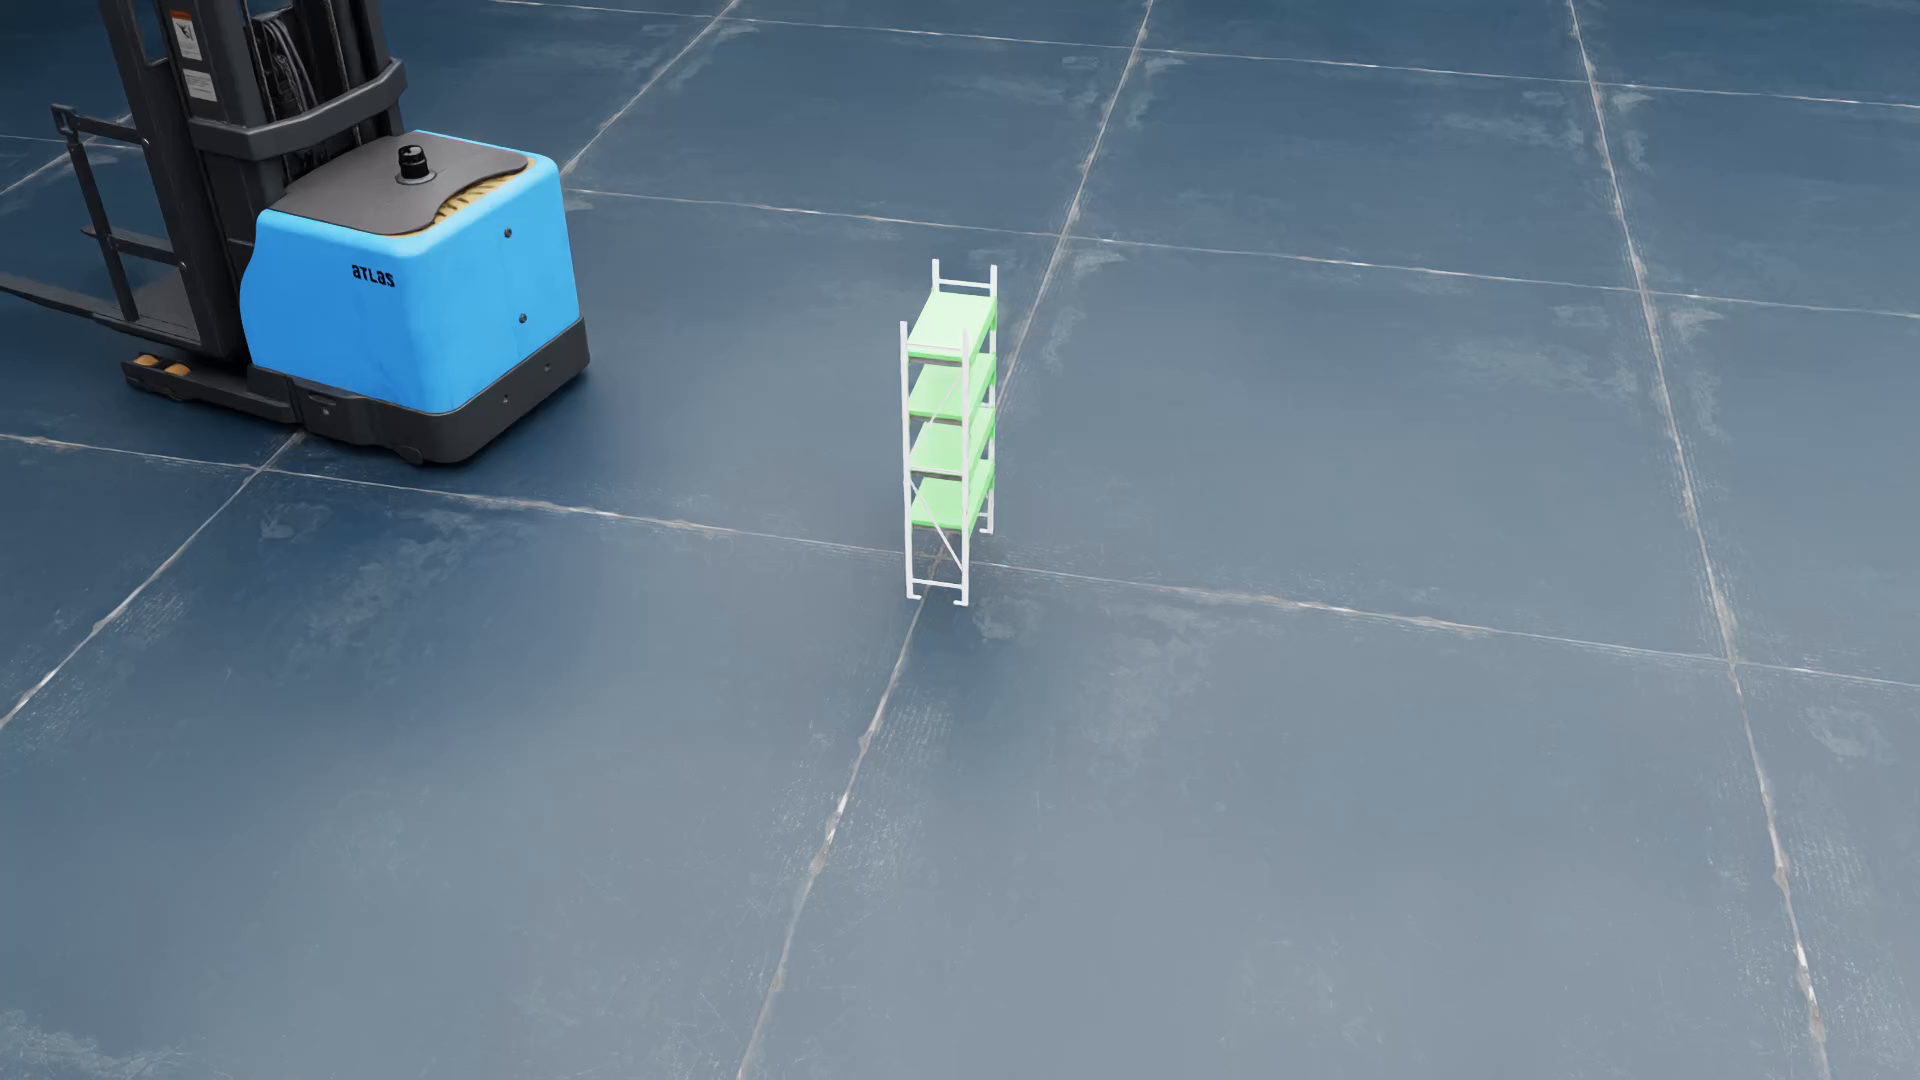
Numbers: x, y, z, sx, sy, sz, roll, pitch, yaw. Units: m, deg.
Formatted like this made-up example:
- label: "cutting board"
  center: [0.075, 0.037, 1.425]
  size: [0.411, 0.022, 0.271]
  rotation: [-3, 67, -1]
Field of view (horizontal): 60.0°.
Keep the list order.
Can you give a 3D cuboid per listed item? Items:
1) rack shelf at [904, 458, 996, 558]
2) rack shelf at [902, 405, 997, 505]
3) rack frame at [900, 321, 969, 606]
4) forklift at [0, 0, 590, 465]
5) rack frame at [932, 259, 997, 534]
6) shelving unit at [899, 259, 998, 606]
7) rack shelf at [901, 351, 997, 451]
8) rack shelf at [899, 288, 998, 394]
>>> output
- label: "rack shelf"
  center: [-0.035, -0.145, 6.445]
  size: [0.258, 0.148, 0.480]
  rotation: [7, 37, 10]
- label: "rack shelf"
  center: [-0.035, -0.339, 6.304]
  size: [0.258, 0.148, 0.480]
  rotation: [7, 37, 10]
- label: "rack frame"
  center: [-0.087, -0.251, 6.074]
  size: [0.240, 1.200, 0.015]
  rotation: [7, 37, 10]
- label: "forklift"
  center: [-3.289, -2.089, 7.134]
  size: [3.031, 2.935, 1.130]
  rotation: [15, 39, 20]
- label: "rack frame"
  center: [0.017, -0.531, 6.460]
  size: [0.240, 1.200, 0.015]
  rotation: [7, 37, 10]
- label: "shelving unit"
  center: [-0.035, -0.391, 6.267]
  size: [0.258, 1.200, 0.503]
  rotation: [7, 37, 10]
- label: "rack shelf"
  center: [-0.035, -0.534, 6.164]
  size: [0.258, 0.148, 0.480]
  rotation: [7, 37, 10]
- label: "rack shelf"
  center: [-0.035, -0.728, 6.023]
  size: [0.258, 0.148, 0.480]
  rotation: [7, 37, 10]
